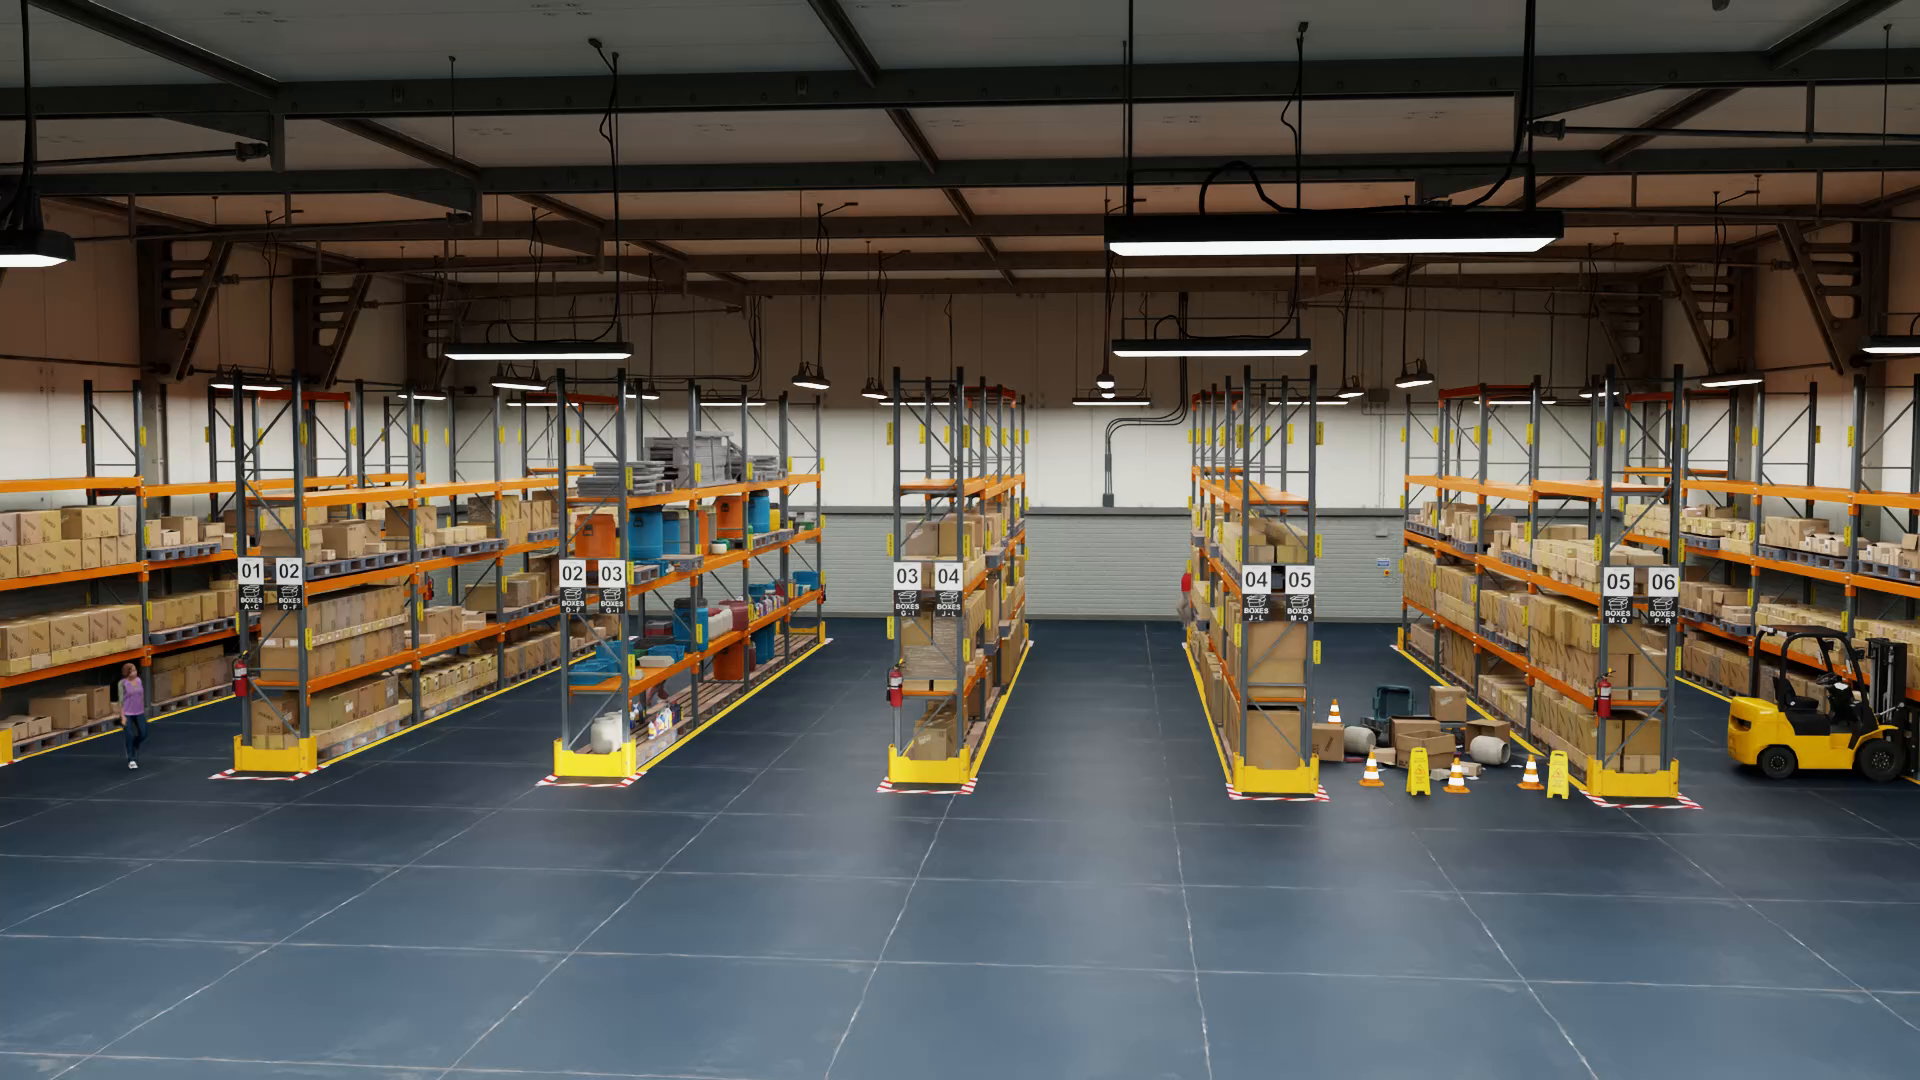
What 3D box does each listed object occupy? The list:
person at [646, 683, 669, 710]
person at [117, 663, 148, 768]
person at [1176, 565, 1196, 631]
[{"bbox_3d":[-5.626,2.295,30.573,0.438,1.585,1.123,1,4,20],"label":"person"},{"bbox_3d":[-12.520,2.631,25.090,0.517,1.586,0.402,4,5,45],"label":"person"},{"bbox_3d":[5.888,1.489,42.900,0.494,1.781,0.586,-1,4,-22],"label":"person"}]
